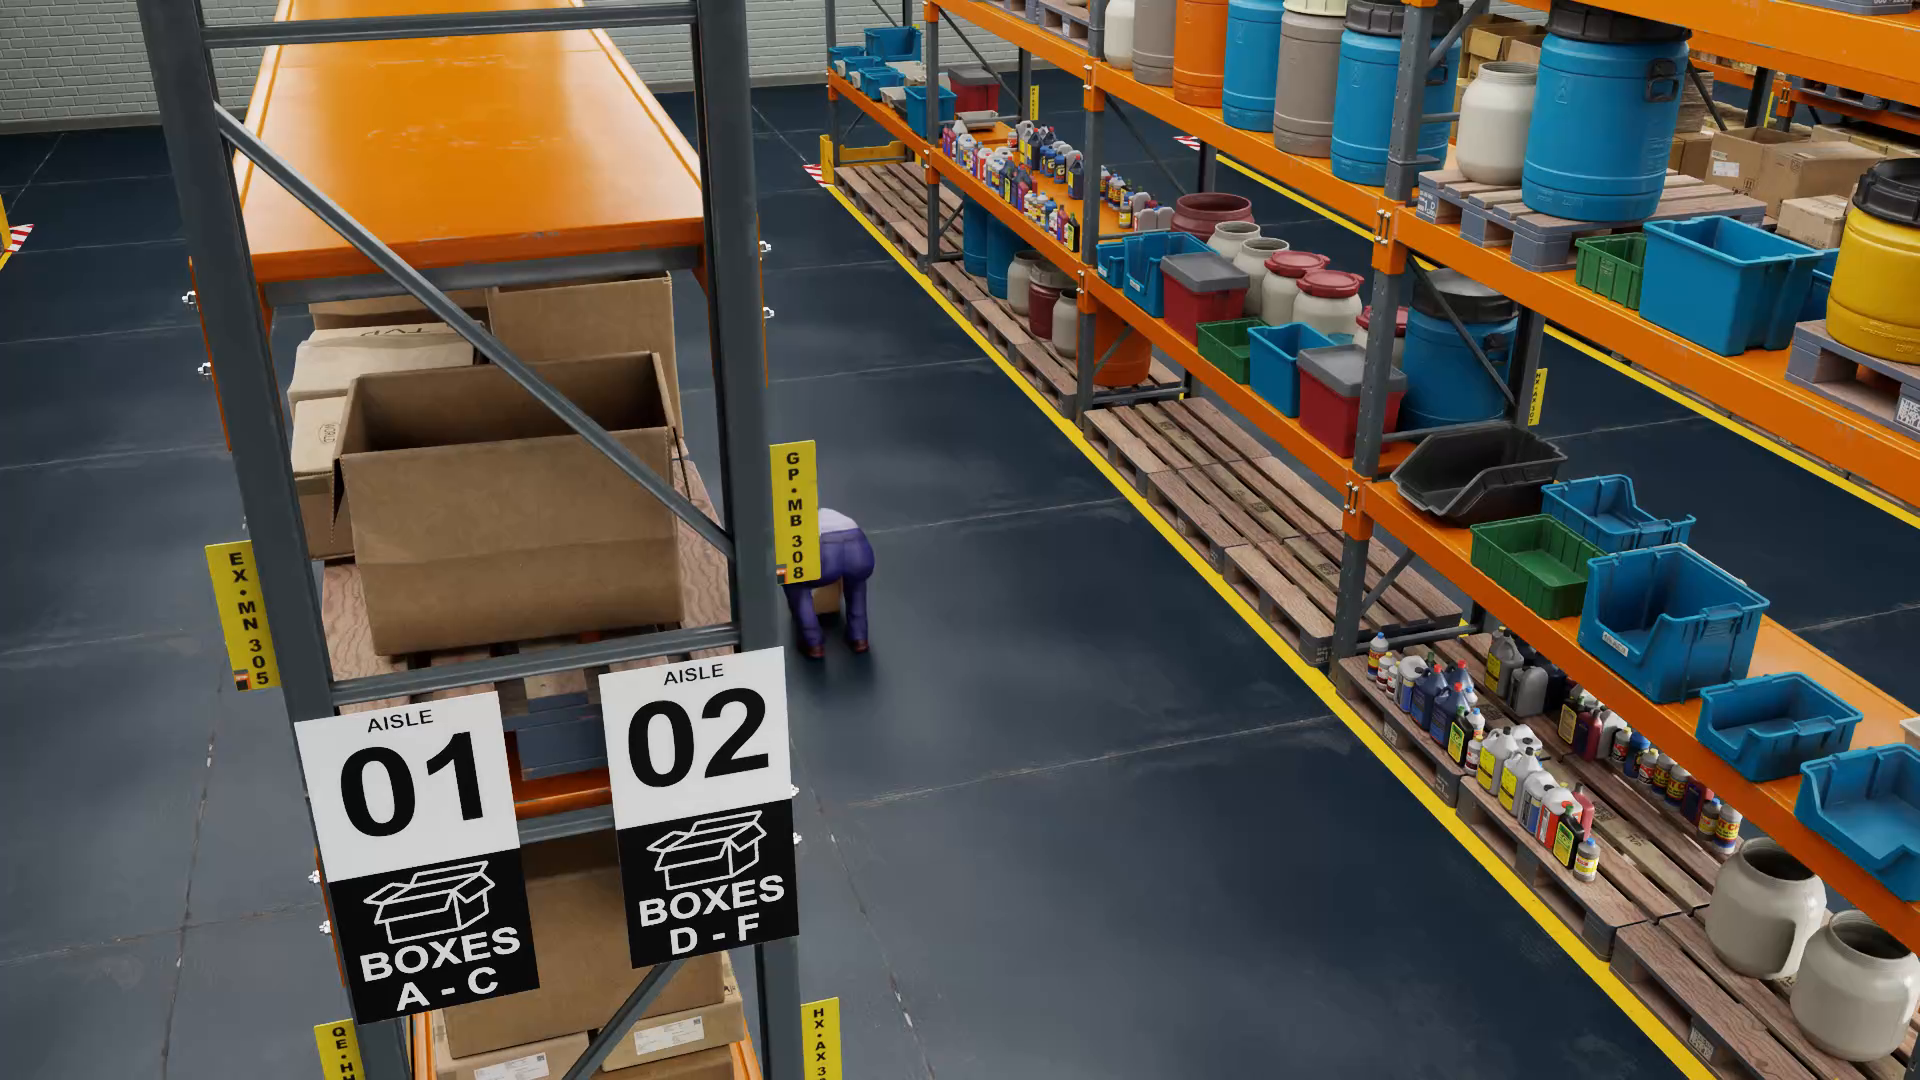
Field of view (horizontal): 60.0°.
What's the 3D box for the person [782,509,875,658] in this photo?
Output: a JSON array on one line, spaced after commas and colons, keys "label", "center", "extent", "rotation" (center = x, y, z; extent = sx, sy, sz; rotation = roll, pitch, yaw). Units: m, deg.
[{"label": "person", "center": [-0.811, 0.191, 9.890], "extent": [0.522, 0.840, 0.899], "rotation": [-10, 28, -18]}]
